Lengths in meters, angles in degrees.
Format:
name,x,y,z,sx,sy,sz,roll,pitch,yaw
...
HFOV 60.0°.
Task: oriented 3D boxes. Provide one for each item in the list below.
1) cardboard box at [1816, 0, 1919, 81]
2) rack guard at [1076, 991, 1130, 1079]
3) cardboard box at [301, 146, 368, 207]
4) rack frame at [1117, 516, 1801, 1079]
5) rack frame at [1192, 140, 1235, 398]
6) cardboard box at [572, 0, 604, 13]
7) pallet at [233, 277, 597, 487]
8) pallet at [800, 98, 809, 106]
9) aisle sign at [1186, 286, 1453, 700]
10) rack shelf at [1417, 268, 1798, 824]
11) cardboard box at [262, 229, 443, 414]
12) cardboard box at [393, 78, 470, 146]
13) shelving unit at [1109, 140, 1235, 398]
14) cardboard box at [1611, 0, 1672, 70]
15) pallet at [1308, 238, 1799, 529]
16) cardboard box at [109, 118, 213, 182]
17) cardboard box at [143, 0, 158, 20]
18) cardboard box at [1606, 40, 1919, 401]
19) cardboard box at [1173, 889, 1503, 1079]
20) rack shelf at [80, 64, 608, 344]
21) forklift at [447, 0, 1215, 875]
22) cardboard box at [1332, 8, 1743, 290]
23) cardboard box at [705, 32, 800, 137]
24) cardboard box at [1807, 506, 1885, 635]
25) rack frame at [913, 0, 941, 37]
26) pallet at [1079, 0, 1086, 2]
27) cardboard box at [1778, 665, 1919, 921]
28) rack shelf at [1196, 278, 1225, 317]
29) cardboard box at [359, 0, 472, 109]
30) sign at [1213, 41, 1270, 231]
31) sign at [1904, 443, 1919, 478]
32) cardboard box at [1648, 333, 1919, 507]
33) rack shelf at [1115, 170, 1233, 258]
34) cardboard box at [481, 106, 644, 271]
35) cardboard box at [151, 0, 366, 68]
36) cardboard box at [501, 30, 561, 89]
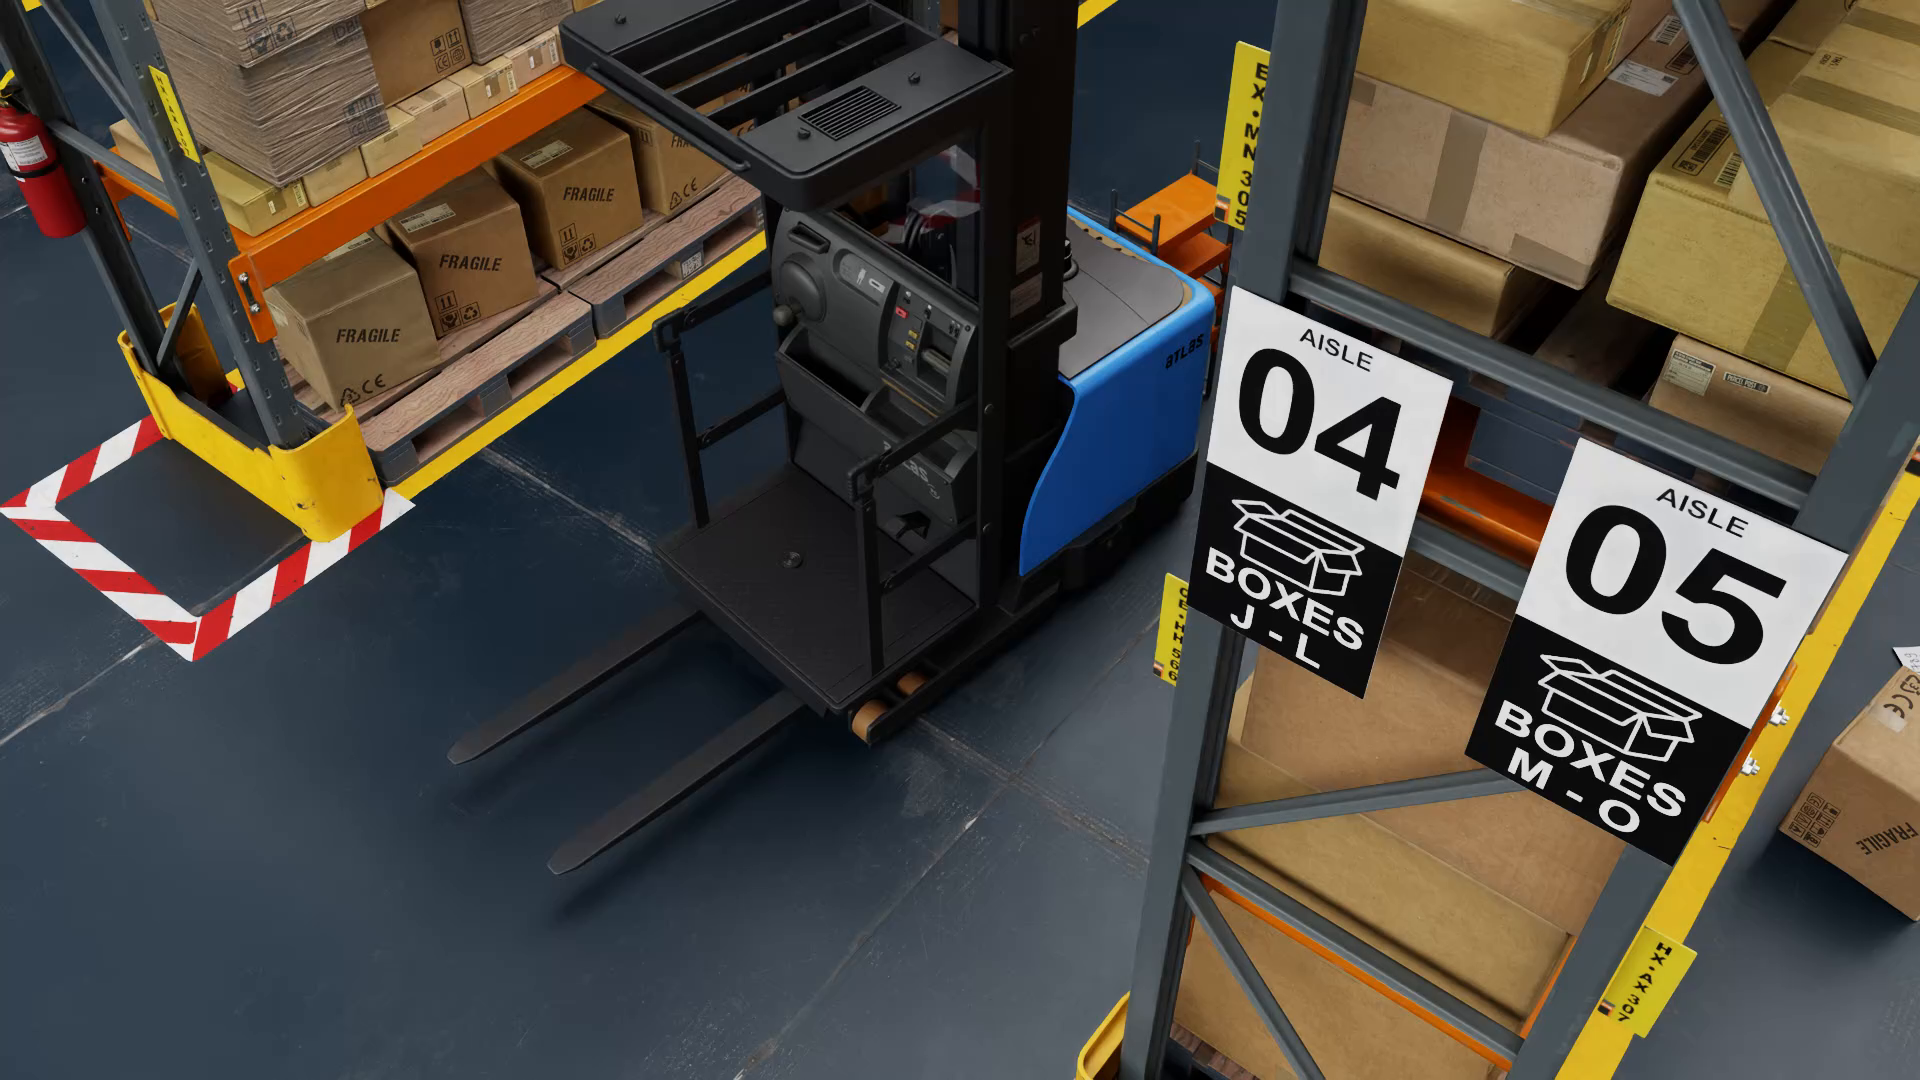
name,x,y,z,sx,sy,sz,roll,pitch,yaw
cardboard box,1.496,-0.666,2.500,0.380,0.149,0.250,29,53,25
rack guard,0.871,1.809,4.676,1.175,0.500,0.348,29,53,25
cardboard box,-2.447,-1.424,6.210,0.380,0.149,0.250,29,53,25
rack frame,0.886,0.932,3.786,1.000,3.000,0.127,29,53,25
rack frame,1.021,-1.109,6.980,0.015,1.200,0.240,-35,55,-29
cardboard box,-1.754,-2.646,6.928,0.875,0.500,0.500,29,53,25
pallet,-2.406,-0.848,7.415,1.003,0.211,1.213,29,53,25
pallet,-0.915,-2.245,8.748,1.003,0.211,1.213,29,53,25
aisle sign,0.605,-0.058,2.934,0.394,0.787,0.004,29,53,25
rack shelf,2.108,-1.000,4.054,1.077,0.370,4.000,29,53,25
cardboard box,-2.583,-0.950,7.022,0.500,0.500,0.500,-33,54,-27
cardboard box,-2.146,-1.713,6.486,0.380,0.149,0.250,29,53,25
shelving unit,0.845,-0.987,6.863,0.503,1.200,0.258,-35,55,-29
cardboard box,0.977,-0.958,2.779,0.380,0.149,0.250,29,53,25
pallet,1.331,-0.503,3.143,1.003,0.211,1.213,29,53,25
cardboard box,-2.967,-1.487,6.269,0.380,0.149,0.250,29,53,25
cardboard box,-2.837,-2.226,5.835,0.500,0.500,0.500,29,53,25
cardboard box,1.384,-0.498,2.615,0.500,0.250,0.500,29,53,25
cardboard box,1.248,1.103,4.801,0.875,0.875,0.875,29,53,25
rack shelf,-1.755,-2.215,7.289,1.077,0.370,4.000,29,53,25
forklift,-0.450,-0.701,5.392,3.031,2.935,1.130,-35,55,-29
cardboard box,0.964,-0.739,2.845,0.500,0.250,0.500,30,53,25
cardboard box,-1.152,-2.347,8.356,0.500,0.500,0.500,-26,52,-23
cardboard box,1.856,-0.304,4.116,0.875,0.550,0.550,29,53,25
rack frame,-0.532,-3.608,8.122,1.000,3.000,0.127,29,53,25
pallet,0.688,-3.792,10.226,1.003,0.211,1.213,29,53,25
cardboard box,3.194,0.847,5.593,0.500,0.500,0.500,-33,55,-28
rack shelf,0.845,-0.940,6.912,0.480,0.148,0.258,-35,55,-29
cardboard box,-2.409,-2.098,6.405,0.875,0.500,0.500,29,53,25
sign,0.465,-0.631,2.646,0.100,0.325,0.005,29,53,25
sign,1.321,-0.185,2.119,0.100,0.325,0.005,29,53,25
cardboard box,1.349,-0.252,2.656,0.380,0.149,0.250,30,53,25
rack shelf,0.845,-1.258,6.579,0.480,0.148,0.258,-35,55,-29
cardboard box,-1.846,-1.658,7.697,0.500,0.500,0.500,34,55,28
cardboard box,-2.426,-1.996,5.616,0.500,0.500,0.500,29,53,25
cardboard box,-1.856,-2.008,6.768,0.380,0.149,0.250,29,53,25
